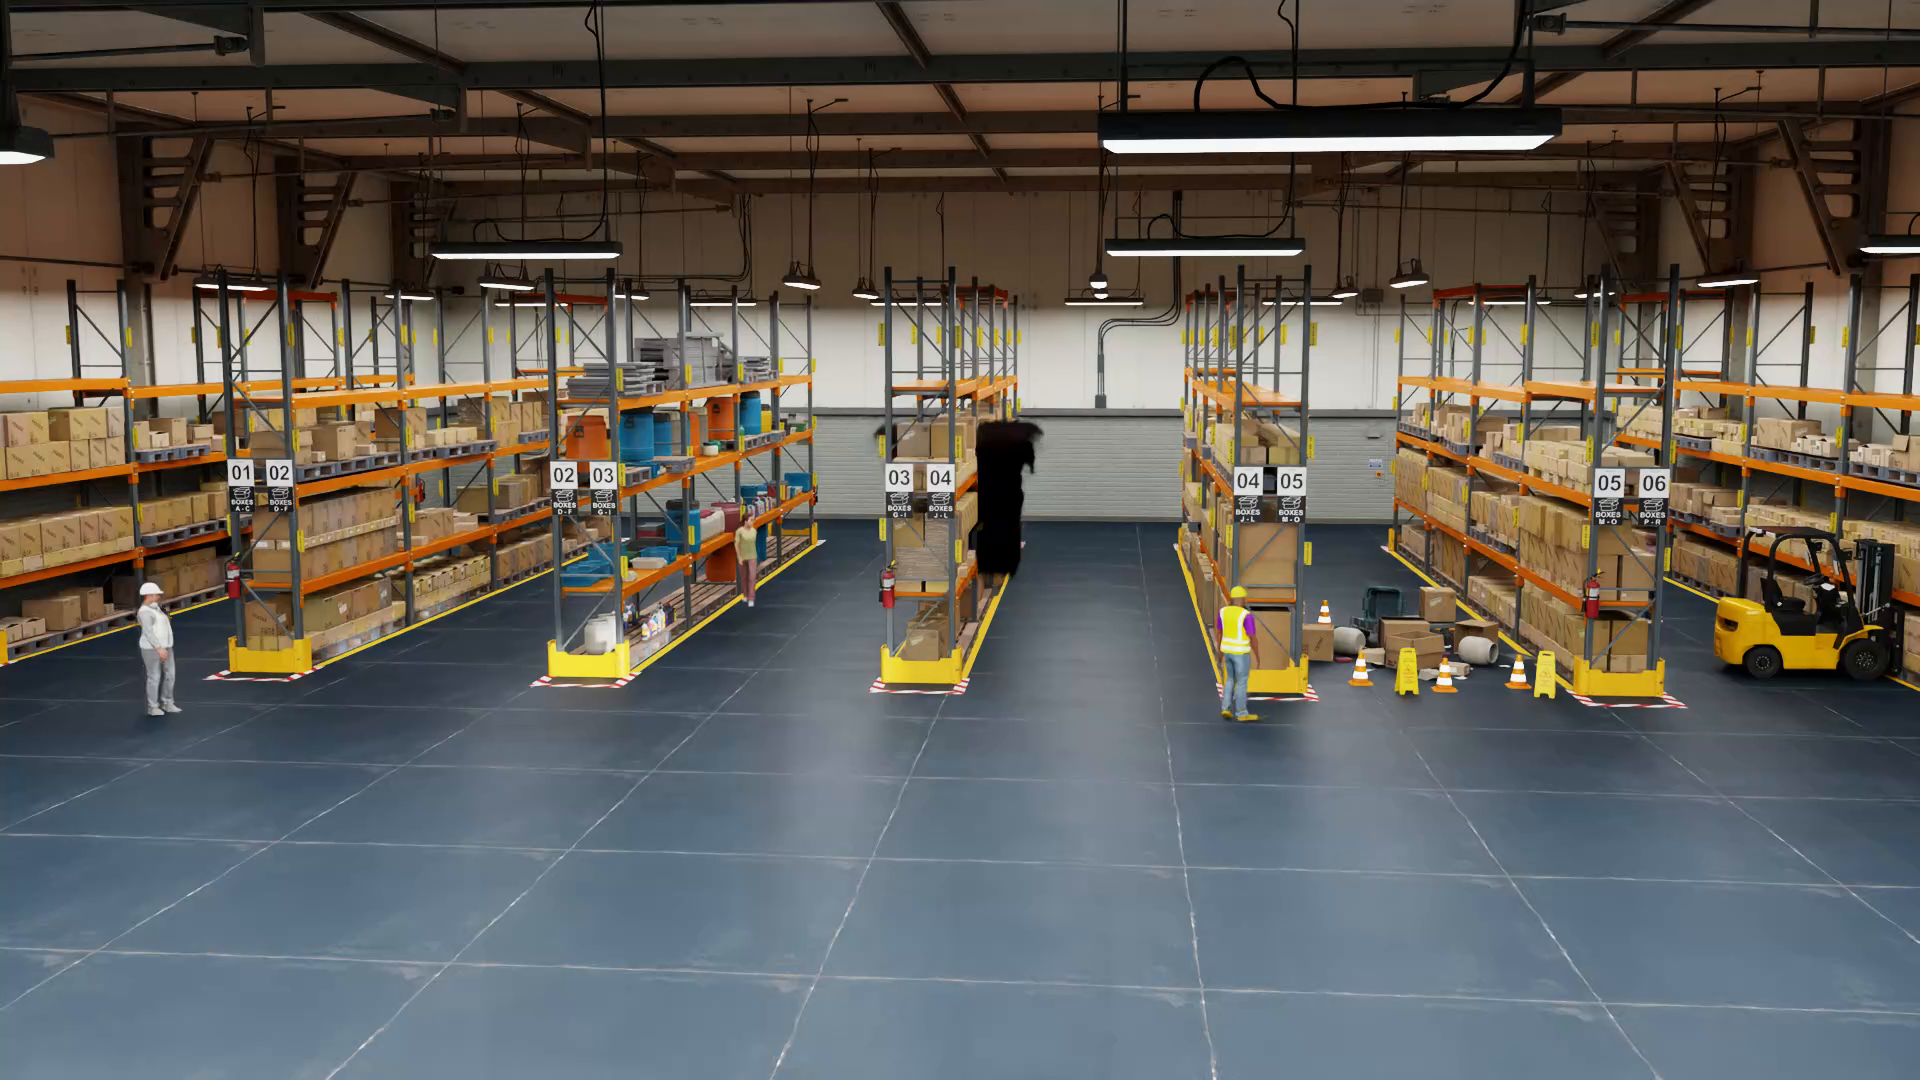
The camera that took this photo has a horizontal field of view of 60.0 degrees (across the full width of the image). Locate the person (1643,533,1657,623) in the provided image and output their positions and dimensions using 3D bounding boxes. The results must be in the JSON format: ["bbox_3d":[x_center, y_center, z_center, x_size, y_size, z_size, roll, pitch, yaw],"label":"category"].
[{"bbox_3d":[12.157,0.665,29.266,0.367,1.602,0.452,5,8,33],"label":"person"}]

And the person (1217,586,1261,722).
[{"bbox_3d":[3.673,1.517,21.808,0.420,1.839,0.634,-5,9,-36],"label":"person"}]

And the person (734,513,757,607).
[{"bbox_3d":[-3.767,0.330,29.264,0.396,1.626,0.952,0,7,-2],"label":"person"}]

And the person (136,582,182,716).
[{"bbox_3d":[-10.670,1.460,22.119,0.619,1.803,0.576,2,7,13],"label":"person"}]
